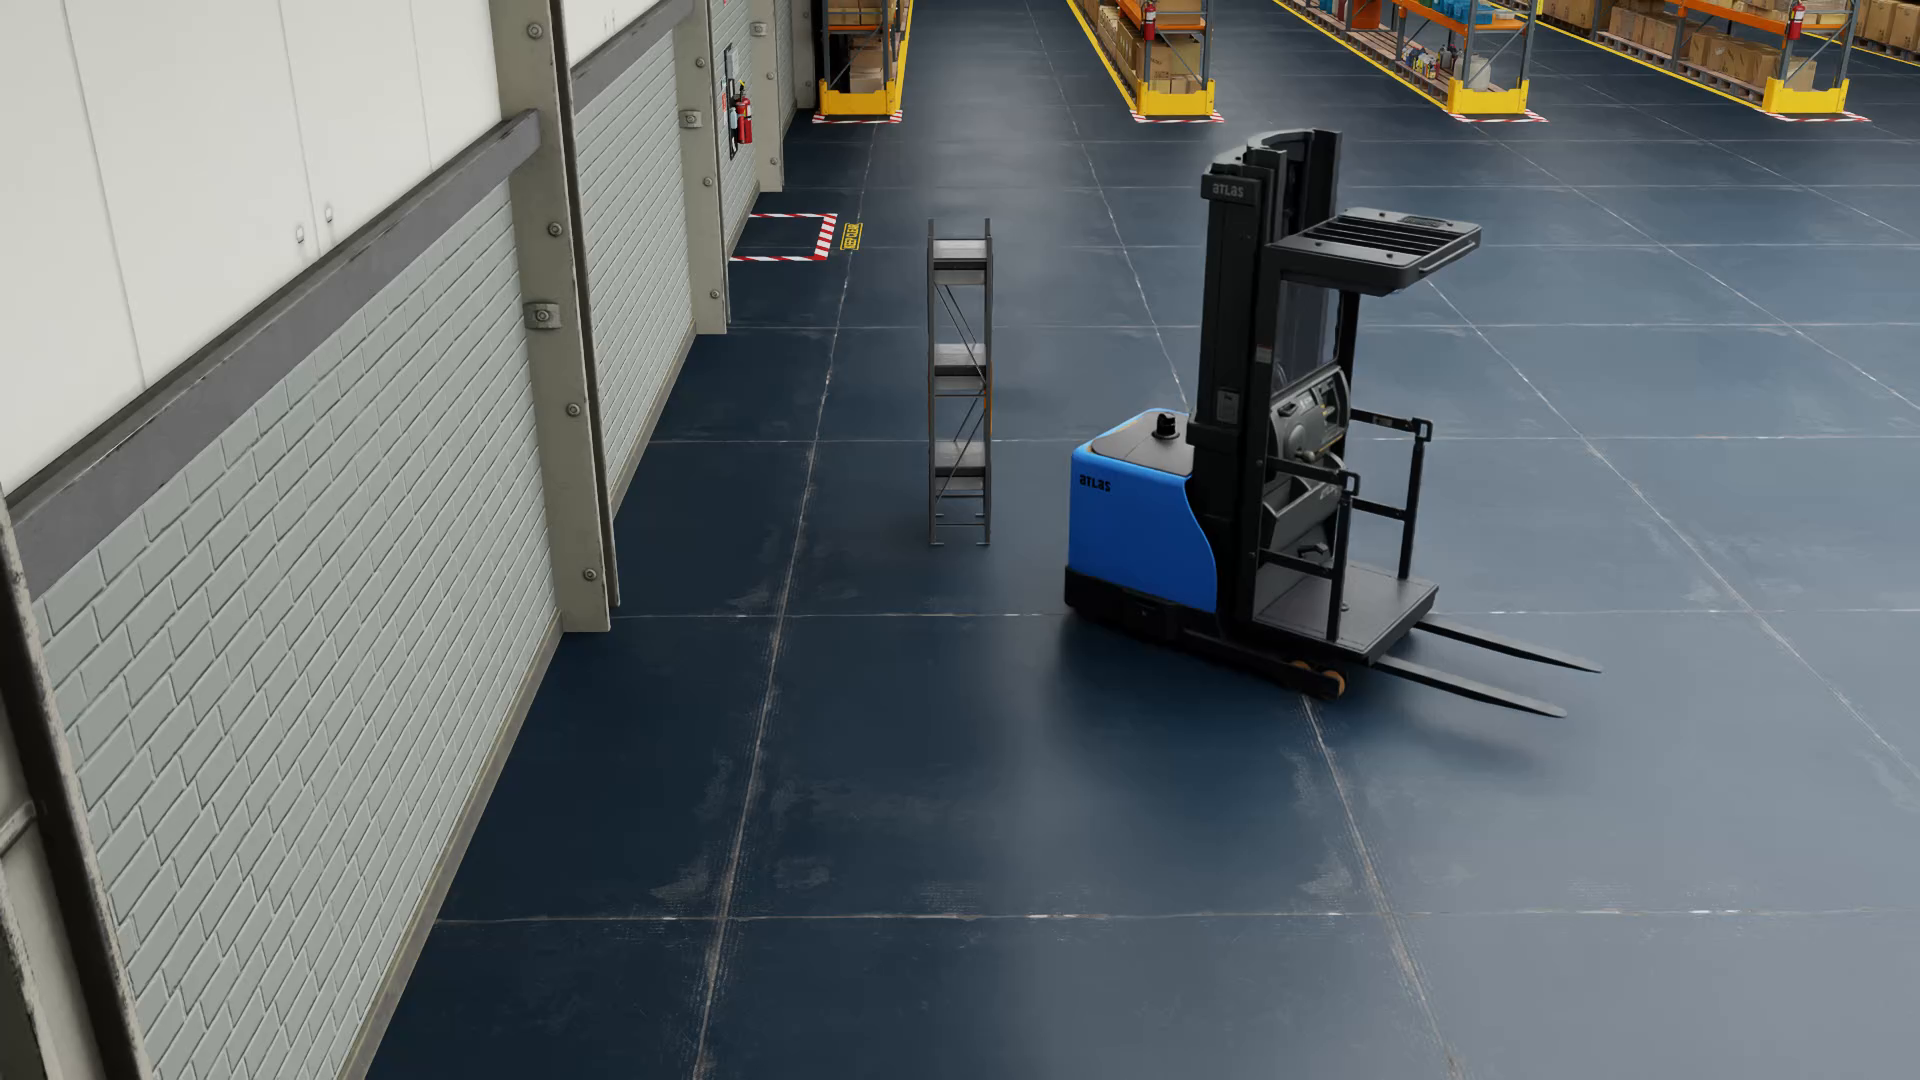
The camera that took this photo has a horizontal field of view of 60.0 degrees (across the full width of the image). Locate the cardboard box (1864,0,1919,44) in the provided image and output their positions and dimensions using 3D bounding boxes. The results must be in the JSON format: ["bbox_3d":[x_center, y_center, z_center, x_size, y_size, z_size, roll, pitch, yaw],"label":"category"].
[{"bbox_3d":[18.064,-9.927,31.779,1.050,0.750,0.750,0,24,0],"label":"cardboard box"}]

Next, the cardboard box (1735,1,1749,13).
[{"bbox_3d":[12.930,-8.714,27.183,0.380,0.149,0.250,0,24,-1],"label":"cardboard box"}]

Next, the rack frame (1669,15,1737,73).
[{"bbox_3d":[13.217,-9.743,29.152,1.000,3.000,0.127,0,24,-1],"label":"rack frame"}]

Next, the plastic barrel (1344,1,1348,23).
[{"bbox_3d":[8.103,-10.861,34.133,0.421,0.512,0.421,0,24,0],"label":"plastic barrel"}]

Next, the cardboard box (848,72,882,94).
[{"bbox_3d":[-1.516,-7.289,26.455,0.500,0.311,0.500,-3,25,-7],"label":"cardboard box"}]

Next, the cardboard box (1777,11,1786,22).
[{"bbox_3d":[13.049,-8.200,26.045,0.380,0.149,0.250,0,24,-1],"label":"cardboard box"}]

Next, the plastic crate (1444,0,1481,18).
[{"bbox_3d":[8.002,-8.477,26.534,0.499,0.251,0.408,0,24,-1],"label":"plastic crate"}]

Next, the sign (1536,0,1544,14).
[{"bbox_3d":[8.858,-8.199,25.403,0.100,0.325,0.005,0,24,-1],"label":"sign"}]

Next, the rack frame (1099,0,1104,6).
[{"bbox_3d":[3.268,-11.348,32.702,1.000,3.000,0.127,0,24,-1],"label":"rack frame"}]

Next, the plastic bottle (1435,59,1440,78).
[{"bbox_3d":[7.981,-7.895,27.828,0.061,0.283,0.133,0,24,-1],"label":"plastic bottle"}]

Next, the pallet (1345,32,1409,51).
[{"bbox_3d":[8.190,-9.779,32.616,1.003,0.211,1.213,0,24,-1],"label":"pallet"}]

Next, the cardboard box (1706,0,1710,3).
[{"bbox_3d":[12.951,-9.230,28.322,0.380,0.149,0.250,0,24,-1],"label":"cardboard box"}]

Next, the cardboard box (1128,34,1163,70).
[{"bbox_3d":[3.026,-7.964,27.135,0.500,0.500,0.500,0,24,-1],"label":"cardboard box"}]

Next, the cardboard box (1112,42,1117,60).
[{"bbox_3d":[3.017,-8.808,29.912,0.500,0.250,0.500,0,24,-1],"label":"cardboard box"}]

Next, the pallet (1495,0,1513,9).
[{"bbox_3d":[13.183,-12.587,38.824,1.003,0.211,1.213,0,24,-1],"label":"pallet"}]

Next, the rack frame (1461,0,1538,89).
[{"bbox_3d":[8.308,-8.073,25.459,1.000,3.000,0.127,0,24,-1],"label":"rack frame"}]

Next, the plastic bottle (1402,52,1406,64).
[{"bbox_3d":[7.831,-8.471,29.202,0.097,0.201,0.097,0,24,0],"label":"plastic bottle"}]

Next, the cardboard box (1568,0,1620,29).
[{"bbox_3d":[13.187,-10.899,33.777,1.225,0.875,0.875,-1,24,-3],"label":"cardboard box"}]

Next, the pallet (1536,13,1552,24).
[{"bbox_3d":[13.213,-11.451,36.313,1.003,0.211,1.213,0,24,-1],"label":"pallet"}]

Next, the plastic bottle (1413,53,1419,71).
[{"bbox_3d":[7.820,-8.203,28.510,0.061,0.283,0.133,1,24,2],"label":"plastic bottle"}]

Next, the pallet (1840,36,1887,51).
[{"bbox_3d":[18.067,-9.776,32.610,1.003,0.211,1.213,0,24,-1],"label":"pallet"}]

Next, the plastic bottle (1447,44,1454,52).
[{"bbox_3d":[8.560,-8.450,28.974,0.144,0.351,0.185,-1,24,-2],"label":"plastic bottle"}]

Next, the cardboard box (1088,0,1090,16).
[{"bbox_3d":[3.000,-11.432,35.386,0.500,0.500,0.500,0,24,0],"label":"cardboard box"}]

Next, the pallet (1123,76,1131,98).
[{"bbox_3d":[3.294,-7.598,27.793,1.003,0.211,1.213,0,24,-1],"label":"pallet"}]

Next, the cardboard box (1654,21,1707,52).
[{"bbox_3d":[13.245,-9.254,30.571,0.700,0.500,0.500,0,24,-1],"label":"cardboard box"}]

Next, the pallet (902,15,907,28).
[{"bbox_3d":[-1.629,-10.881,35.051,1.003,0.211,1.213,0,24,-1],"label":"pallet"}]

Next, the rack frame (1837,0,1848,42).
[{"bbox_3d":[18.134,-11.372,32.754,1.000,3.000,0.127,0,24,-1],"label":"rack frame"}]

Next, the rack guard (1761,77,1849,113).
[{"bbox_3d":[13.260,-6.987,26.092,1.175,0.500,0.348,0,24,-1],"label":"rack guard"}]

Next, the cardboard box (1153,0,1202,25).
[{"bbox_3d":[3.363,-8.290,25.818,0.700,0.500,0.500,0,24,-1],"label":"cardboard box"}]

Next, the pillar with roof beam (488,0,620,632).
[{"bbox_3d":[2.030,-3.648,8.396,9.100,9.000,0.400,0,24,-1],"label":"pillar with roof beam"}]

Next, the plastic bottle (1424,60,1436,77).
[{"bbox_3d":[7.874,-7.891,27.828,0.152,0.276,0.135,0,24,0],"label":"plastic bottle"}]

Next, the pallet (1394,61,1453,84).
[{"bbox_3d":[8.230,-8.173,29.065,1.003,0.211,1.213,0,24,-1],"label":"pallet"}]

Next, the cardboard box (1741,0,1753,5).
[{"bbox_3d":[13.194,-8.914,26.838,0.875,0.500,0.500,0,24,-1],"label":"cardboard box"}]

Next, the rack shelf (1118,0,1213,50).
[{"bbox_3d":[3.333,-8.548,27.383,1.077,0.370,4.000,0,24,-1],"label":"rack shelf"}]

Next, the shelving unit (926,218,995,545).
[{"bbox_3d":[-0.002,-1.025,10.968,0.431,2.100,0.503,0,24,-1],"label":"shelving unit"}]

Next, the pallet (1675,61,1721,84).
[{"bbox_3d":[13.260,-8.196,29.115,1.003,0.211,1.213,0,24,-1],"label":"pallet"}]

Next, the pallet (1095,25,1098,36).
[{"bbox_3d":[3.297,-10.386,33.957,1.003,0.211,1.213,0,24,-1],"label":"pallet"}]

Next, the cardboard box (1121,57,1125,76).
[{"bbox_3d":[3.014,-8.034,28.201,0.500,0.250,0.500,0,24,-1],"label":"cardboard box"}]

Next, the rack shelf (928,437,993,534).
[{"bbox_3d":[-0.002,-0.375,11.262,0.431,0.518,0.480,0,24,-1],"label":"rack shelf"}]

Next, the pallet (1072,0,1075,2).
[{"bbox_3d":[3.191,-13.014,39.769,1.003,0.211,1.213,0,24,-1],"label":"pallet"}]

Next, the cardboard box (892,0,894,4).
[{"bbox_3d":[-1.299,-8.712,26.121,0.500,0.500,0.500,0,24,0],"label":"cardboard box"}]

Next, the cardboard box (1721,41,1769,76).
[{"bbox_3d":[13.280,-8.139,28.129,0.500,0.500,0.500,-2,24,-5],"label":"cardboard box"}]

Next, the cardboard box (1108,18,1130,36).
[{"bbox_3d":[3.005,-9.480,30.717,0.500,0.311,0.500,0,24,-1],"label":"cardboard box"}]

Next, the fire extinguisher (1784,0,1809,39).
[{"bbox_3d":[12.801,-8.010,25.415,0.296,0.674,0.183,0,24,-1],"label":"fire extinguisher"}]

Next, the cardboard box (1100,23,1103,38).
[{"bbox_3d":[2.986,-9.863,32.244,0.500,0.250,0.500,-1,24,-2],"label":"cardboard box"}]

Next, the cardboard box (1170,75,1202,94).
[{"bbox_3d":[3.571,-7.212,26.384,0.500,0.250,0.500,0,24,-1],"label":"cardboard box"}]

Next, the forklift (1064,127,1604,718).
[{"bbox_3d":[2.130,-0.688,9.214,3.031,2.935,1.130,17,29,33],"label":"forklift"}]
